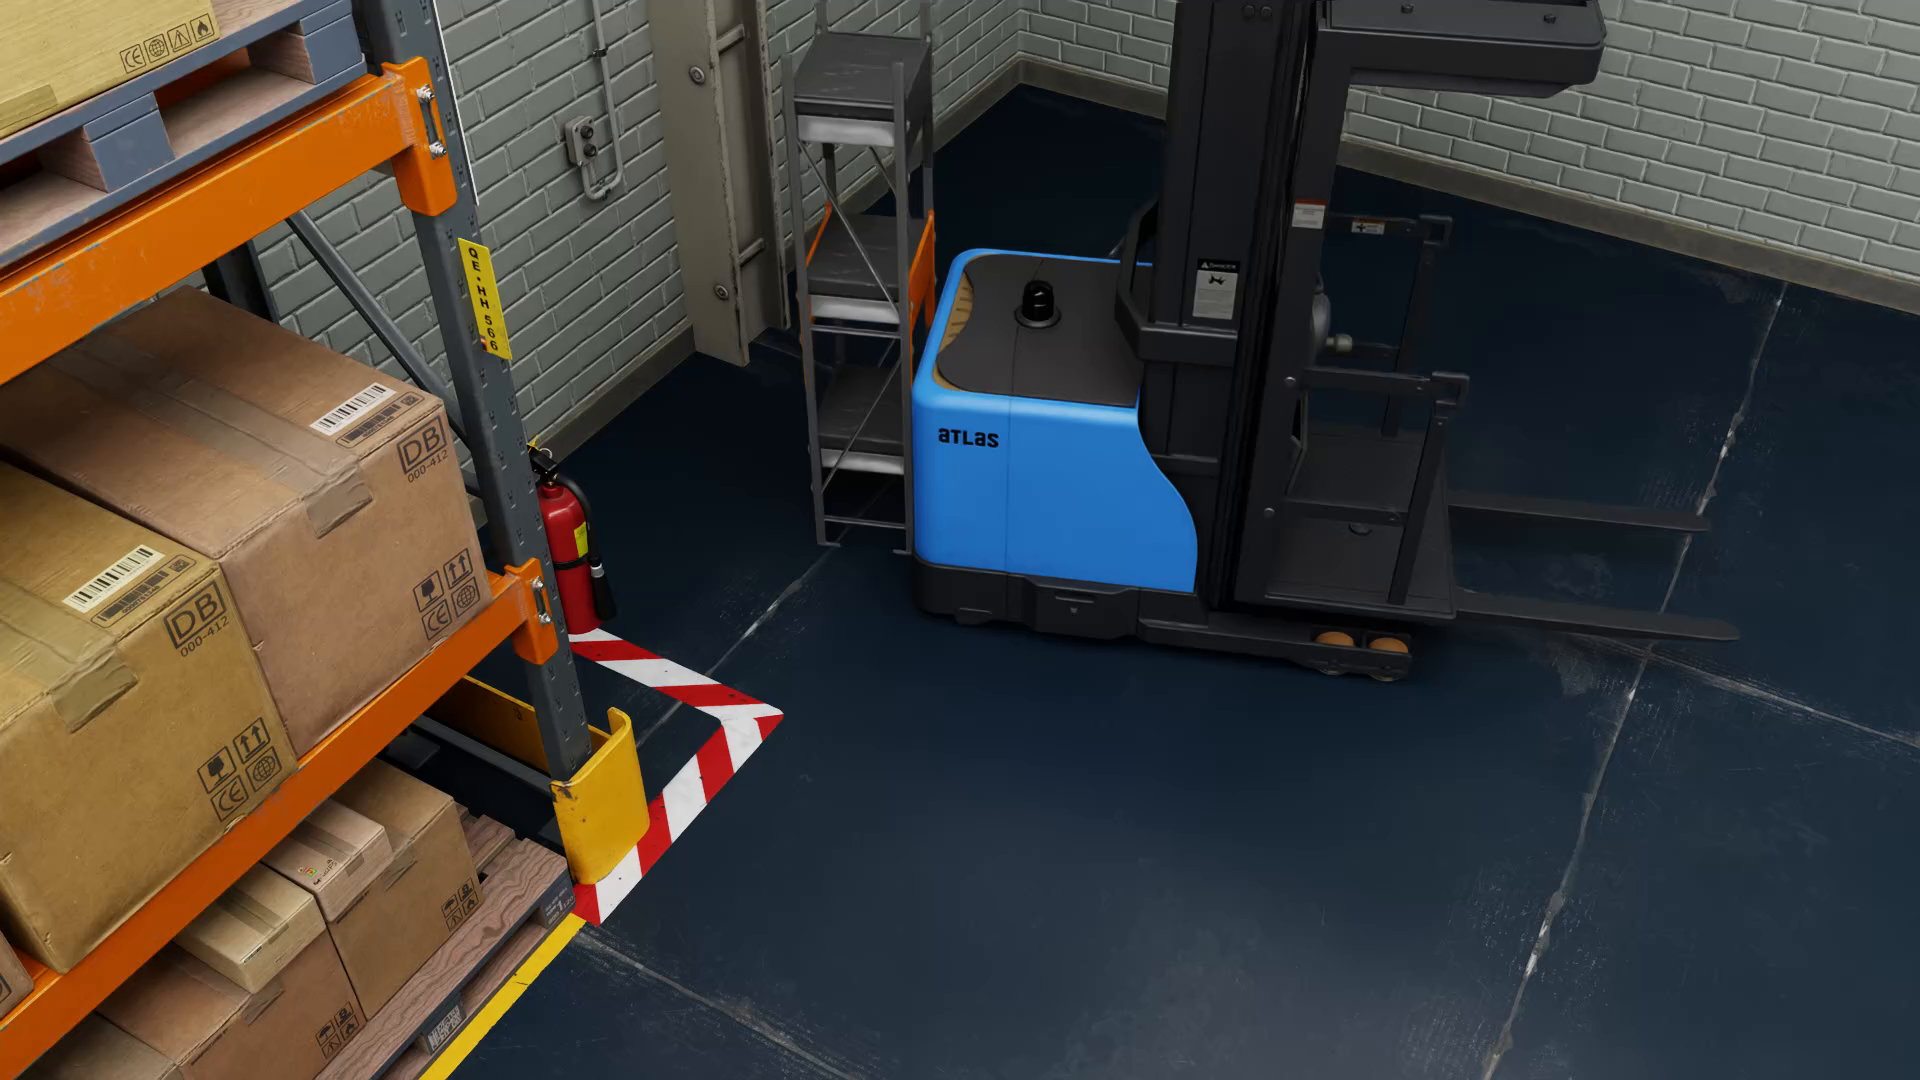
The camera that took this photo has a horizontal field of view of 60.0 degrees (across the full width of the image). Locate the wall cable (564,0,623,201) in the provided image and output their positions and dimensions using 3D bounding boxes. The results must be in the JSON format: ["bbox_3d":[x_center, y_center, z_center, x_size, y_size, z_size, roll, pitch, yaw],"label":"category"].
[{"bbox_3d":[-1.812,-1.681,5.621,0.084,1.984,1.851,21,45,22],"label":"wall cable"}]

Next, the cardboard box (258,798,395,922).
[{"bbox_3d":[-1.804,0.850,4.598,0.380,0.149,0.250,20,45,22],"label":"cardboard box"}]

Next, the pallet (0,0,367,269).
[{"bbox_3d":[-1.996,-0.919,3.321,1.003,0.211,1.213,21,45,22],"label":"pallet"}]

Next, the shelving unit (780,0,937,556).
[{"bbox_3d":[-0.338,-0.909,6.193,0.431,2.100,0.503,6,42,7],"label":"shelving unit"}]

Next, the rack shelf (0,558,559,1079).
[{"bbox_3d":[-2.634,1.160,3.707,1.077,0.370,4.000,21,45,22],"label":"rack shelf"}]

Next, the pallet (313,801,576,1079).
[{"bbox_3d":[-1.966,1.276,5.142,1.003,0.211,1.213,21,45,22],"label":"pallet"}]

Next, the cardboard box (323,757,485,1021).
[{"bbox_3d":[-1.897,0.960,4.964,0.700,0.500,0.500,21,45,22],"label":"cardboard box"}]

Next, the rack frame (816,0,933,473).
[{"bbox_3d":[-0.298,-1.068,6.374,0.400,2.100,0.015,6,42,7],"label":"rack frame"}]

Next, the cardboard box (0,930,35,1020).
[{"bbox_3d":[-2.624,0.781,3.366,0.980,0.700,0.700,19,45,20],"label":"cardboard box"}]

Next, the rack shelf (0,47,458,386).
[{"bbox_3d":[-2.634,0.034,2.716,1.077,0.370,4.000,21,45,22],"label":"rack shelf"}]

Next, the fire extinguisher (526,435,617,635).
[{"bbox_3d":[-1.158,-0.019,4.843,0.296,0.674,0.183,21,45,22],"label":"fire extinguisher"}]

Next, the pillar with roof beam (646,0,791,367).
[{"bbox_3d":[2.696,-2.913,3.249,9.100,9.000,0.400,21,45,22],"label":"pillar with roof beam"}]

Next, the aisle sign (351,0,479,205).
[{"bbox_3d":[-1.338,-1.172,3.844,0.394,0.787,0.004,21,45,22],"label":"aisle sign"}]

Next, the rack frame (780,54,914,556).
[{"bbox_3d":[-0.378,-0.750,6.013,0.400,2.100,0.015,6,42,7],"label":"rack frame"}]

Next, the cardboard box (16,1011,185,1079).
[{"bbox_3d":[-2.399,1.534,4.312,0.700,0.500,0.500,19,45,21],"label":"cardboard box"}]

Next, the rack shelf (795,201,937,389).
[{"bbox_3d":[-0.338,-0.899,6.202,0.431,0.518,0.480,6,42,7],"label":"rack shelf"}]

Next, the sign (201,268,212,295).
[{"bbox_3d":[-2.111,-0.796,4.669,0.100,0.325,0.005,21,45,22],"label":"sign"}]

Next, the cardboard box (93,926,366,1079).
[{"bbox_3d":[-2.148,1.246,4.639,0.700,0.500,0.500,21,45,22],"label":"cardboard box"}]

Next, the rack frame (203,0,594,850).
[{"bbox_3d":[-1.633,-0.254,4.769,1.000,3.000,0.127,21,45,22],"label":"rack frame"}]

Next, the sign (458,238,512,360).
[{"bbox_3d":[-1.171,-0.590,4.095,0.100,0.325,0.005,21,45,22],"label":"sign"}]

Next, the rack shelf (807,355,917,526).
[{"bbox_3d":[-0.338,-0.373,6.665,0.431,0.518,0.480,6,42,7],"label":"rack shelf"}]

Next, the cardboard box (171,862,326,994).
[{"bbox_3d":[-1.931,0.997,4.432,0.380,0.149,0.250,22,46,23],"label":"cardboard box"}]

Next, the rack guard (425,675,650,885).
[{"bbox_3d":[-1.621,0.670,5.611,1.175,0.500,0.348,21,45,22],"label":"rack guard"}]

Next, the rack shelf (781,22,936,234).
[{"bbox_3d":[-0.338,-1.424,5.740,0.431,0.518,0.480,6,42,7],"label":"rack shelf"}]

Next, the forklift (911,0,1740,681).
[{"bbox_3d":[1.381,-0.958,5.620,3.031,2.935,1.130,6,42,7],"label":"forklift"}]

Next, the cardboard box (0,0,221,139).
[{"bbox_3d":[-1.770,-1.012,3.080,0.500,0.250,0.500,22,46,23],"label":"cardboard box"}]

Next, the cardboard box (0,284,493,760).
[{"bbox_3d":[-1.880,-0.072,4.335,0.980,0.700,0.700,23,46,24],"label":"cardboard box"}]

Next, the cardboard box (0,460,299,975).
[{"bbox_3d":[-2.234,0.348,3.858,0.980,0.700,0.700,21,45,22],"label":"cardboard box"}]
